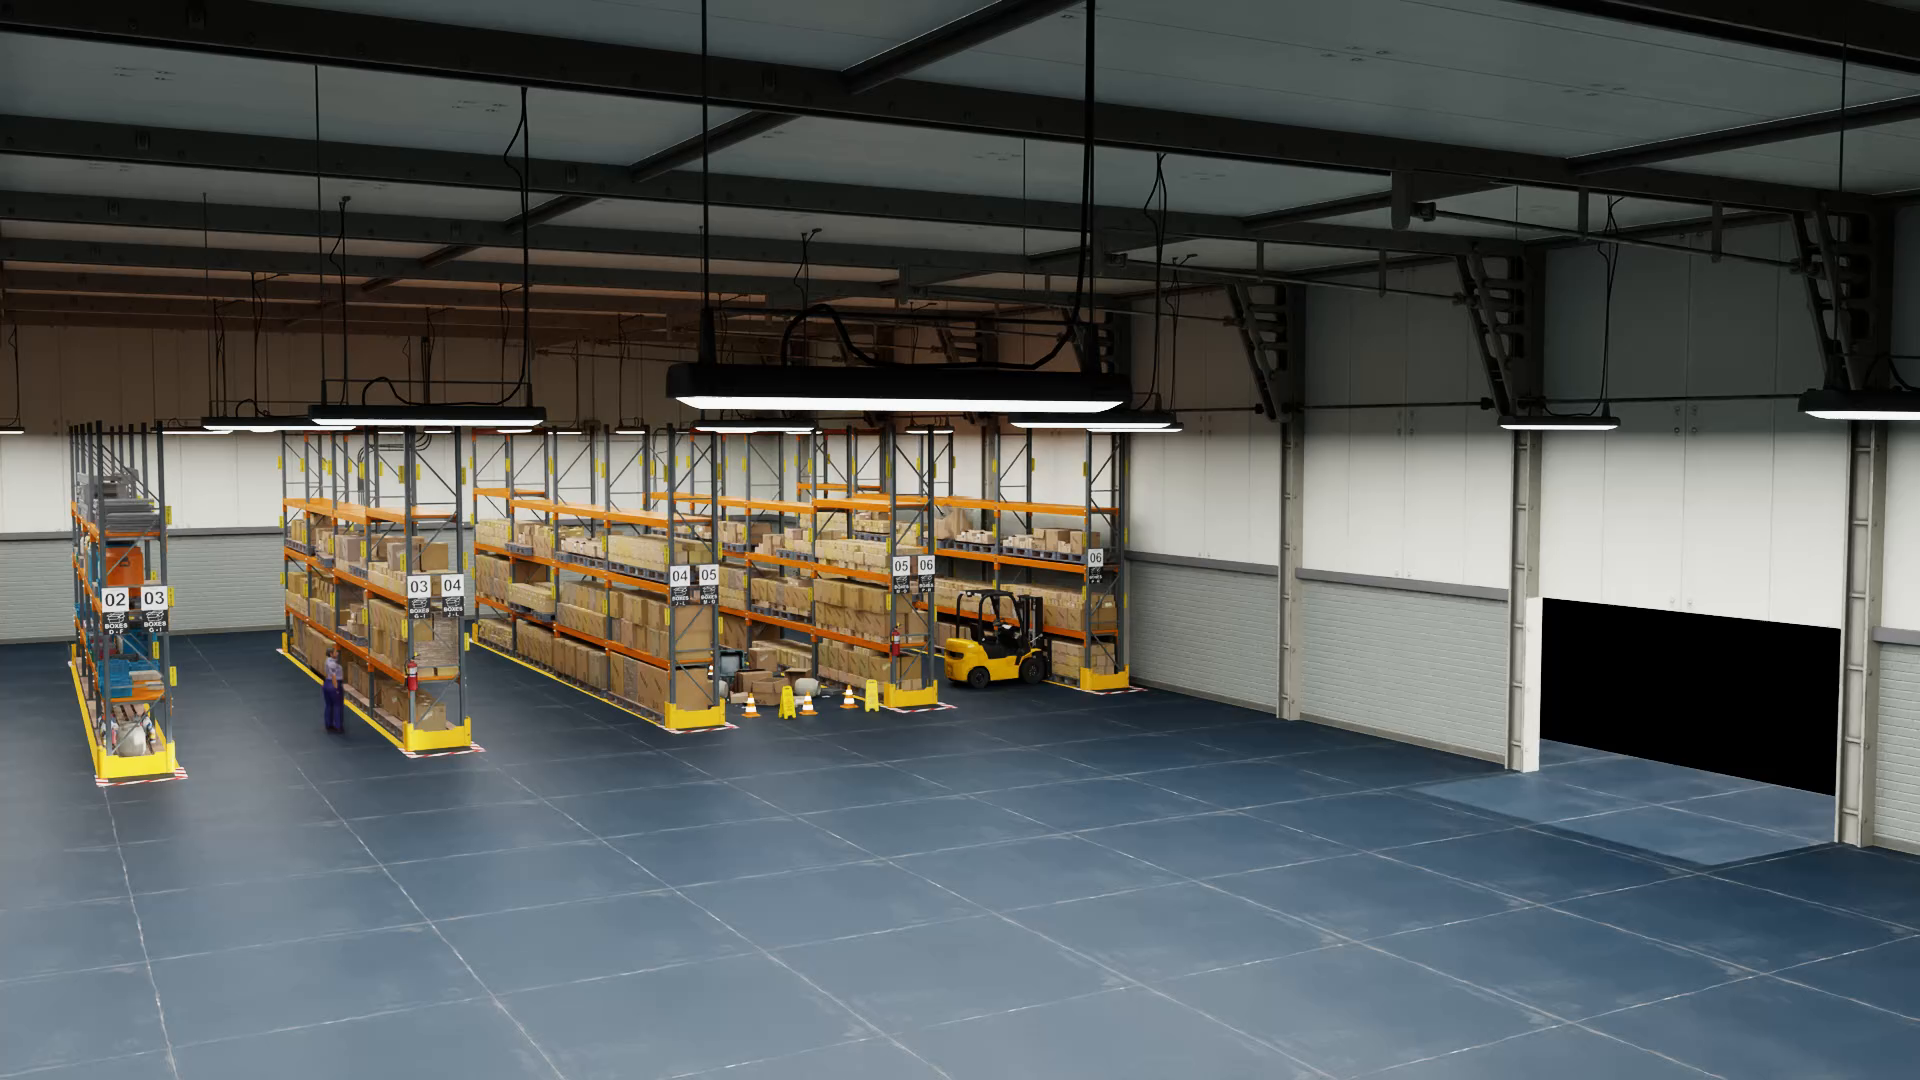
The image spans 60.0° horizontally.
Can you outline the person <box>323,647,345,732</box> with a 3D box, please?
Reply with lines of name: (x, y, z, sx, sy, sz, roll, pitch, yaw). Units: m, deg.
person: (-12.197, 2.904, 32.417, 0.509, 1.637, 0.359, 3, 5, 39)
